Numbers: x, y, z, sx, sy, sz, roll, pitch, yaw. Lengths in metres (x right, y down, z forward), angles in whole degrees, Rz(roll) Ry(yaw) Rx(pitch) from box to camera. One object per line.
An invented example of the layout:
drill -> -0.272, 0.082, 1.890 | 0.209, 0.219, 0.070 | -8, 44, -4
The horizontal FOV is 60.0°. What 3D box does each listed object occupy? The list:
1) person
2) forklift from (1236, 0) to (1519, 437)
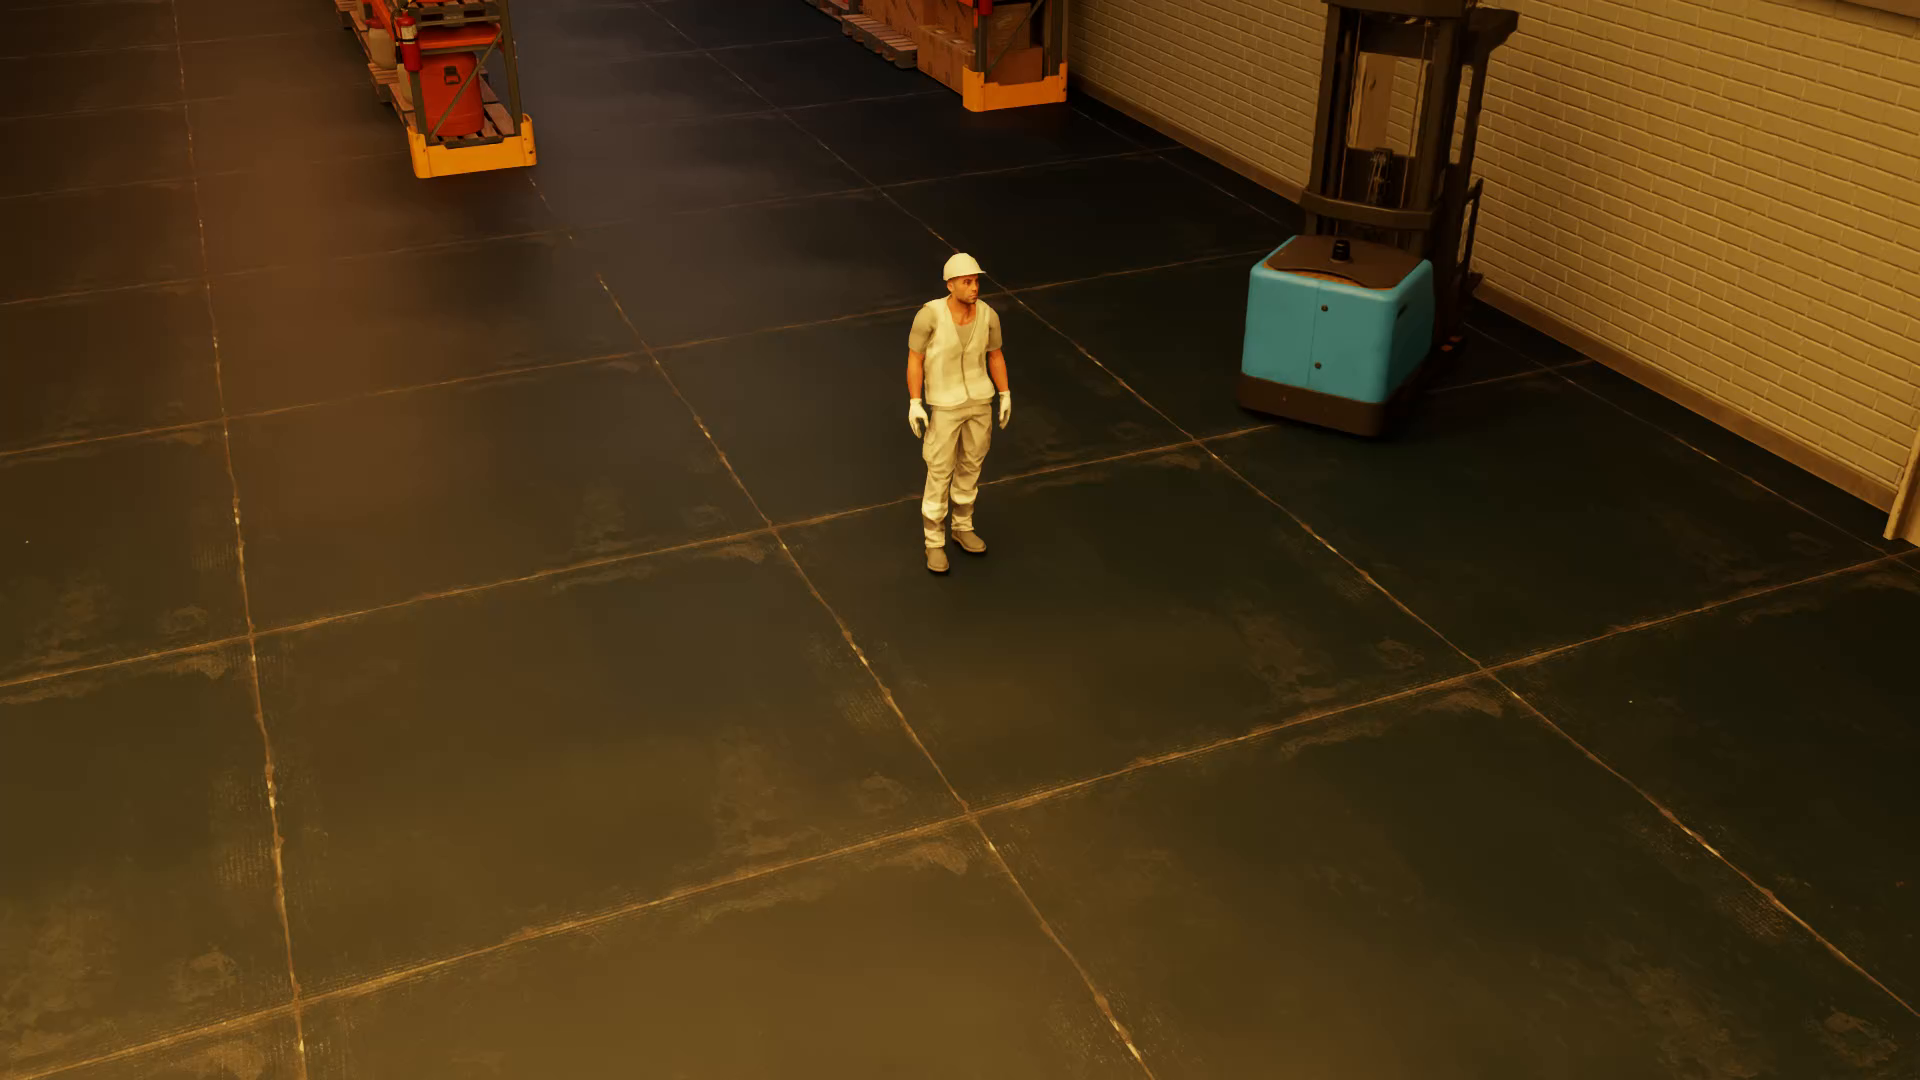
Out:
person -> 0.021, -0.744, 9.557 | 0.637, 1.787, 0.564 | -12, 32, -20
forklift -> 3.127, -2.659, 11.770 | 1.130, 2.935, 3.031 | 17, 34, 27
